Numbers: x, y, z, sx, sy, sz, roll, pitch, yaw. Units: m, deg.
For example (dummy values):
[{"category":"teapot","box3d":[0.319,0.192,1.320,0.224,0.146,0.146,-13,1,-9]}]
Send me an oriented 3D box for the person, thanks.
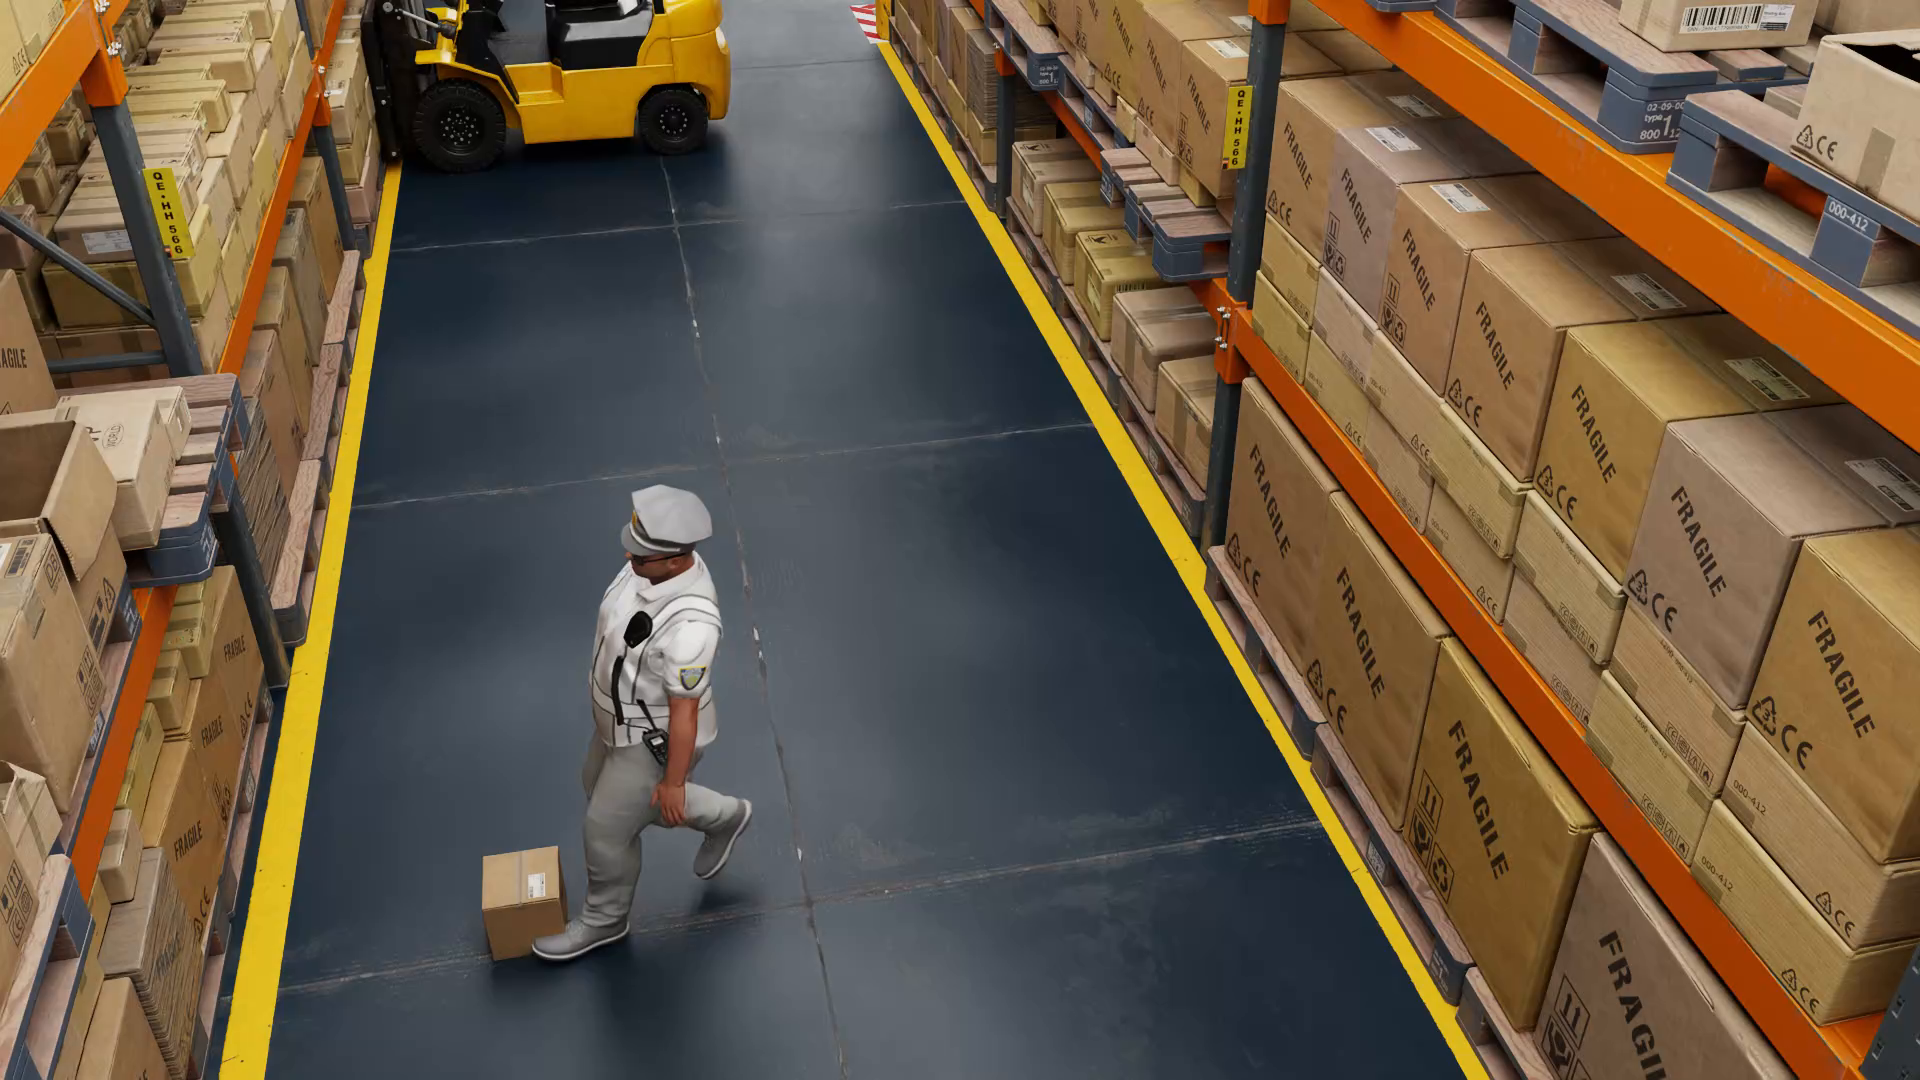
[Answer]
[{"category":"person","box3d":[-1.077,0.587,5.303,0.822,1.696,0.603,-12,36,-18]}]
